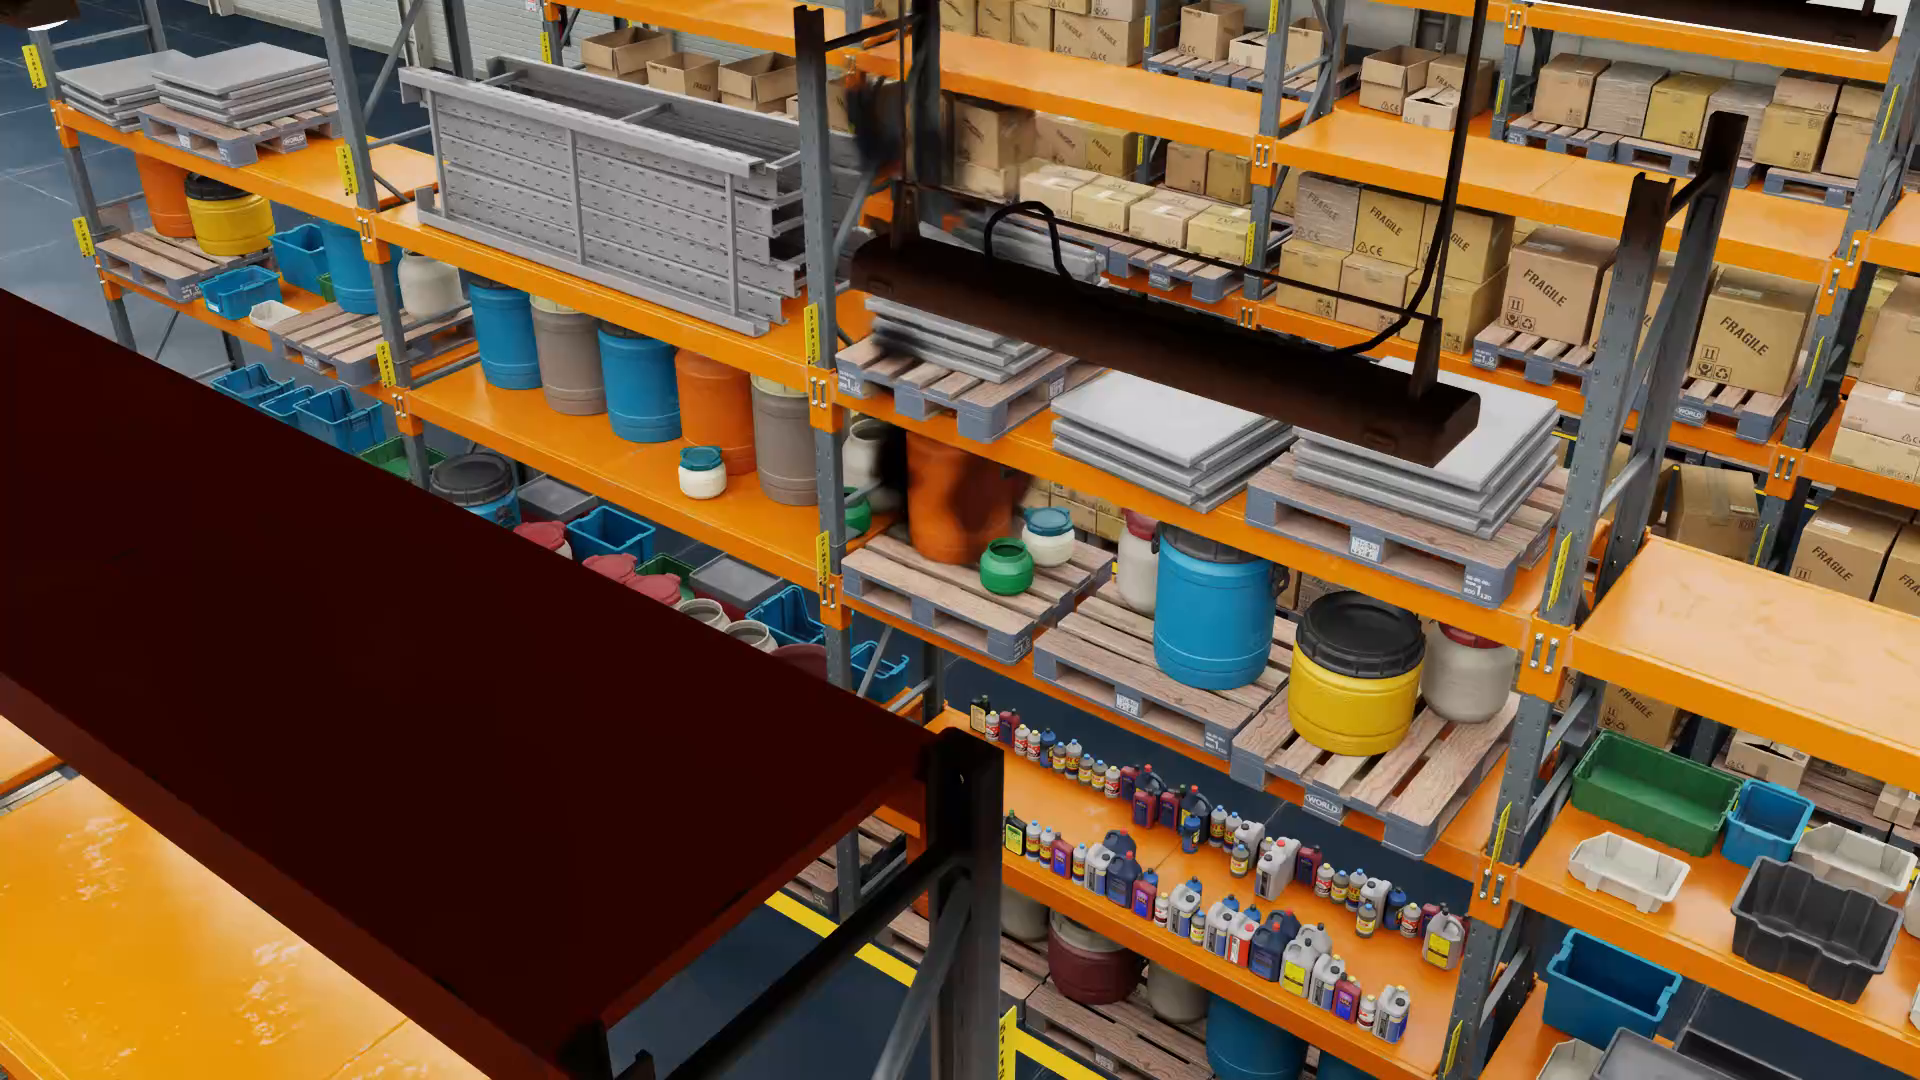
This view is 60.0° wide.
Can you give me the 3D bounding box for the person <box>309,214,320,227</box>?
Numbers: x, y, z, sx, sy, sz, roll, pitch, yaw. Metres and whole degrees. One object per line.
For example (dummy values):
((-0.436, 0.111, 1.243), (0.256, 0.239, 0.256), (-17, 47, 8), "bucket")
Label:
((-6.970, -2.961, 18.451), (0.753, 1.729, 0.732), (-9, 33, -14), "person")
